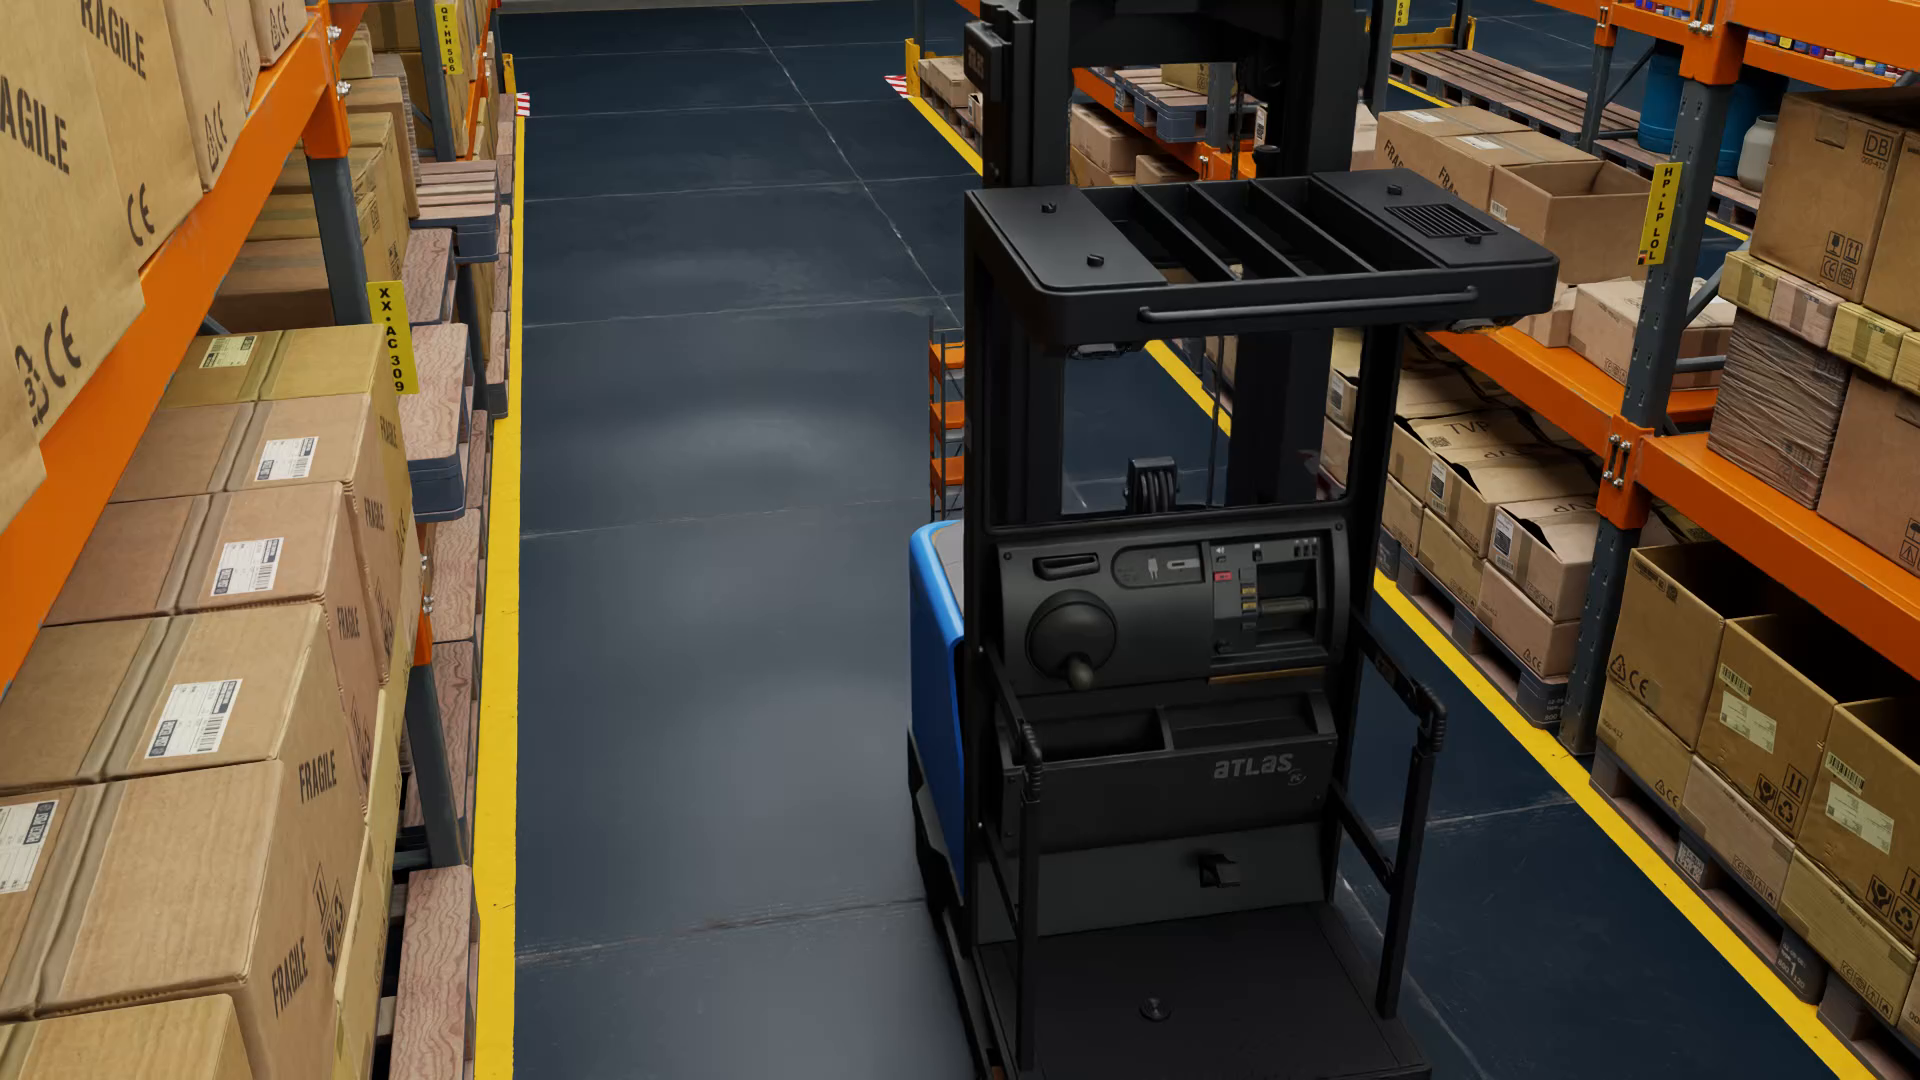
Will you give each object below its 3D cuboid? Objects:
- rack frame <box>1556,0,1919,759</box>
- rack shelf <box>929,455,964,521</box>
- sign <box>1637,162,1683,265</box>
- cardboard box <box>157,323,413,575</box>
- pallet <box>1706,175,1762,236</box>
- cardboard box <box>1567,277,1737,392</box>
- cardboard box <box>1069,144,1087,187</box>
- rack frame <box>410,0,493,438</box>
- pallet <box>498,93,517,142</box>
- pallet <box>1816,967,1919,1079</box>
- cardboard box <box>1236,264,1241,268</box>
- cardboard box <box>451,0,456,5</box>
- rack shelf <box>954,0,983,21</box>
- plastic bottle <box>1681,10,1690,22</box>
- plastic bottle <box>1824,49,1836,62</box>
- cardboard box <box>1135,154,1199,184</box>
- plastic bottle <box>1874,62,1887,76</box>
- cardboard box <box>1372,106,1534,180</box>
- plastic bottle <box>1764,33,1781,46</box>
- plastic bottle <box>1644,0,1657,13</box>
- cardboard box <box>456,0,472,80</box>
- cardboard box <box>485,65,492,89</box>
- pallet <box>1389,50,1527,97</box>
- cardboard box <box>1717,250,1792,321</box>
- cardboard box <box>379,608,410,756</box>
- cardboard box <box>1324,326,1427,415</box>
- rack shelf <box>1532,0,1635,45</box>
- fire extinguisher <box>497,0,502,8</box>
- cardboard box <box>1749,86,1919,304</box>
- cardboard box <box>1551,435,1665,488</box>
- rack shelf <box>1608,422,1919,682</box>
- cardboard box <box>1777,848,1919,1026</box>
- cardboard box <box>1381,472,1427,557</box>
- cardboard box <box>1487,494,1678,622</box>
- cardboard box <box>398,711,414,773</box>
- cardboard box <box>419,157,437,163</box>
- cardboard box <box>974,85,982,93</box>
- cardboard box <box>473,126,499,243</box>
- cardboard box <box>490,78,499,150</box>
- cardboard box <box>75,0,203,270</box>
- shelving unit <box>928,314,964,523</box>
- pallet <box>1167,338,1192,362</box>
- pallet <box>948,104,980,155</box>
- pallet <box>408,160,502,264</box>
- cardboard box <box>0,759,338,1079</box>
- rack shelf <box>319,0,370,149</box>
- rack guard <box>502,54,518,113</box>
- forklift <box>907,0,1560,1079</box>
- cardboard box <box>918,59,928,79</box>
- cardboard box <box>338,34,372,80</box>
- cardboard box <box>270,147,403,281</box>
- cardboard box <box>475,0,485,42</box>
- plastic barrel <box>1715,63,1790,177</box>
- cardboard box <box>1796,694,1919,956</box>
[{"bbox_3d":[2.745,-0.609,5.627,1.000,3.000,0.127,-6,27,-12],"label":"rack frame"},{"bbox_3d":[-0.012,-0.235,7.690,0.215,0.259,0.240,-6,27,-12],"label":"rack shelf"},{"bbox_3d":[2.218,-1.031,5.267,0.100,0.325,0.005,-6,27,-12],"label":"sign"},{"bbox_3d":[-1.673,-0.205,4.139,0.500,0.500,0.500,-6,27,-12],"label":"cardboard box"},{"bbox_3d":[6.180,-2.498,12.465,1.003,0.211,1.213,-6,27,-12],"label":"pallet"},{"bbox_3d":[2.591,-0.754,6.081,0.500,0.250,0.500,-4,27,-8],"label":"cardboard box"},{"bbox_3d":[1.050,-2.511,11.682,0.500,0.500,0.500,-6,27,-11],"label":"cardboard box"},{"bbox_3d":[-2.982,-1.860,8.107,1.000,3.000,0.127,-6,27,-12],"label":"rack frame"},{"bbox_3d":[-4.528,-3.784,15.013,1.003,0.211,1.213,-6,27,-12],"label":"pallet"},{"bbox_3d":[3.162,1.526,4.492,1.003,0.211,1.213,-6,27,-12],"label":"pallet"},{"bbox_3d":[1.896,-1.904,10.478,0.500,0.500,0.500,-7,28,-13],"label":"cardboard box"},{"bbox_3d":[-3.071,-3.062,9.192,0.500,0.250,0.500,-6,27,-11],"label":"cardboard box"},{"bbox_3d":[0.491,-4.678,14.487,1.077,0.370,4.000,-6,27,-12],"label":"rack shelf"},{"bbox_3d":[5.584,-4.109,12.704,0.097,0.271,0.097,0,27,0],"label":"plastic bottle"},{"bbox_3d":[5.950,-3.365,11.308,0.097,0.201,0.097,0,27,0],"label":"plastic bottle"},{"bbox_3d":[1.387,-2.191,10.216,0.500,0.250,0.500,-5,27,-10],"label":"cardboard box"},{"bbox_3d":[6.059,-3.182,10.869,0.097,0.271,0.097,0,27,0],"label":"plastic bottle"},{"bbox_3d":[2.237,-1.675,7.628,0.500,0.500,0.500,-7,28,-14],"label":"cardboard box"},{"bbox_3d":[5.839,-3.694,11.795,0.144,0.351,0.185,-6,27,-12],"label":"plastic bottle"},{"bbox_3d":[5.466,-4.307,13.084,0.061,0.283,0.133,-6,27,-12],"label":"plastic bottle"},{"bbox_3d":[-3.187,-2.962,9.827,0.500,0.500,0.500,-5,27,-10],"label":"cardboard box"},{"bbox_3d":[-3.969,-3.714,13.368,0.380,0.149,0.250,-7,28,-13],"label":"cardboard box"},{"bbox_3d":[5.015,-4.767,16.961,1.003,0.211,1.213,-6,27,-12],"label":"pallet"},{"bbox_3d":[2.617,-0.806,5.186,0.380,0.149,0.250,-6,27,-12],"label":"cardboard box"},{"bbox_3d":[-1.574,0.350,3.871,0.500,0.250,0.500,-6,27,-11],"label":"cardboard box"},{"bbox_3d":[1.915,-0.862,8.091,0.500,0.311,0.500,-7,28,-13],"label":"cardboard box"},{"bbox_3d":[5.318,-5.179,15.481,1.077,0.370,4.000,-6,27,-12],"label":"rack shelf"},{"bbox_3d":[-4.369,-5.284,15.390,0.296,0.674,0.183,-6,27,-12],"label":"fire extinguisher"},{"bbox_3d":[2.851,-1.039,4.928,0.700,0.500,0.500,-6,27,-11],"label":"cardboard box"},{"bbox_3d":[2.787,-0.246,6.872,0.500,0.311,0.500,-6,27,-12],"label":"cardboard box"},{"bbox_3d":[3.196,0.590,4.050,1.077,0.370,4.000,-6,27,-12],"label":"rack shelf"},{"bbox_3d":[2.769,1.106,4.816,0.500,0.250,0.500,-6,27,-12],"label":"cardboard box"},{"bbox_3d":[2.141,-0.168,7.340,0.500,0.250,0.500,-5,27,-10],"label":"cardboard box"},{"bbox_3d":[2.374,0.032,6.321,0.500,0.311,0.500,-6,27,-12],"label":"cardboard box"},{"bbox_3d":[-2.263,0.494,5.729,0.700,0.500,0.500,-5,27,-10],"label":"cardboard box"},{"bbox_3d":[-2.831,-1.925,8.492,0.380,0.149,0.250,-6,27,-12],"label":"cardboard box"},{"bbox_3d":[0.514,-4.027,14.682,0.797,0.503,0.637,-6,27,-12],"label":"cardboard box"},{"bbox_3d":[-3.407,-2.182,10.664,0.750,0.750,0.750,-5,27,-10],"label":"cardboard box"},{"bbox_3d":[-4.176,-3.473,13.610,0.700,0.500,0.500,-5,27,-10],"label":"cardboard box"},{"bbox_3d":[-1.360,-0.613,2.174,0.500,0.500,0.500,-4,27,-8],"label":"cardboard box"},{"bbox_3d":[-0.012,-0.492,7.560,0.215,1.050,0.252,-6,27,-12],"label":"shelving unit"},{"bbox_3d":[1.712,-1.452,10.392,1.003,0.211,1.213,-6,27,-12],"label":"pallet"},{"bbox_3d":[0.510,-3.714,14.875,1.003,0.211,1.213,-6,27,-12],"label":"pallet"},{"bbox_3d":[-2.718,-1.473,7.552,1.213,0.211,1.003,-6,27,-12],"label":"pallet"},{"bbox_3d":[-1.206,0.689,2.367,0.500,0.500,0.500,-7,28,-13],"label":"cardboard box"},{"bbox_3d":[-2.531,-2.000,5.853,1.077,0.370,4.000,-6,27,-12],"label":"rack shelf"},{"bbox_3d":[-4.790,-4.267,15.649,1.175,0.500,0.348,-6,27,-12],"label":"rack guard"},{"bbox_3d":[0.600,0.202,4.097,1.130,2.935,3.031,-5,27,-10],"label":"forklift"},{"bbox_3d":[-0.200,-4.582,16.175,0.380,0.149,0.250,-6,27,-12],"label":"cardboard box"},{"bbox_3d":[-2.788,-2.103,7.268,0.380,0.149,0.250,-11,29,-20],"label":"cardboard box"},{"bbox_3d":[-2.460,-1.104,6.009,0.700,0.500,0.500,-2,27,-5],"label":"cardboard box"},{"bbox_3d":[-3.990,-3.990,11.993,0.980,0.700,0.700,-6,27,-11],"label":"cardboard box"},{"bbox_3d":[6.034,-3.322,12.865,0.600,0.901,0.708,-6,27,-12],"label":"plastic barrel"},{"bbox_3d":[2.770,0.771,4.647,0.500,0.500,0.500,-6,27,-12],"label":"cardboard box"}]
